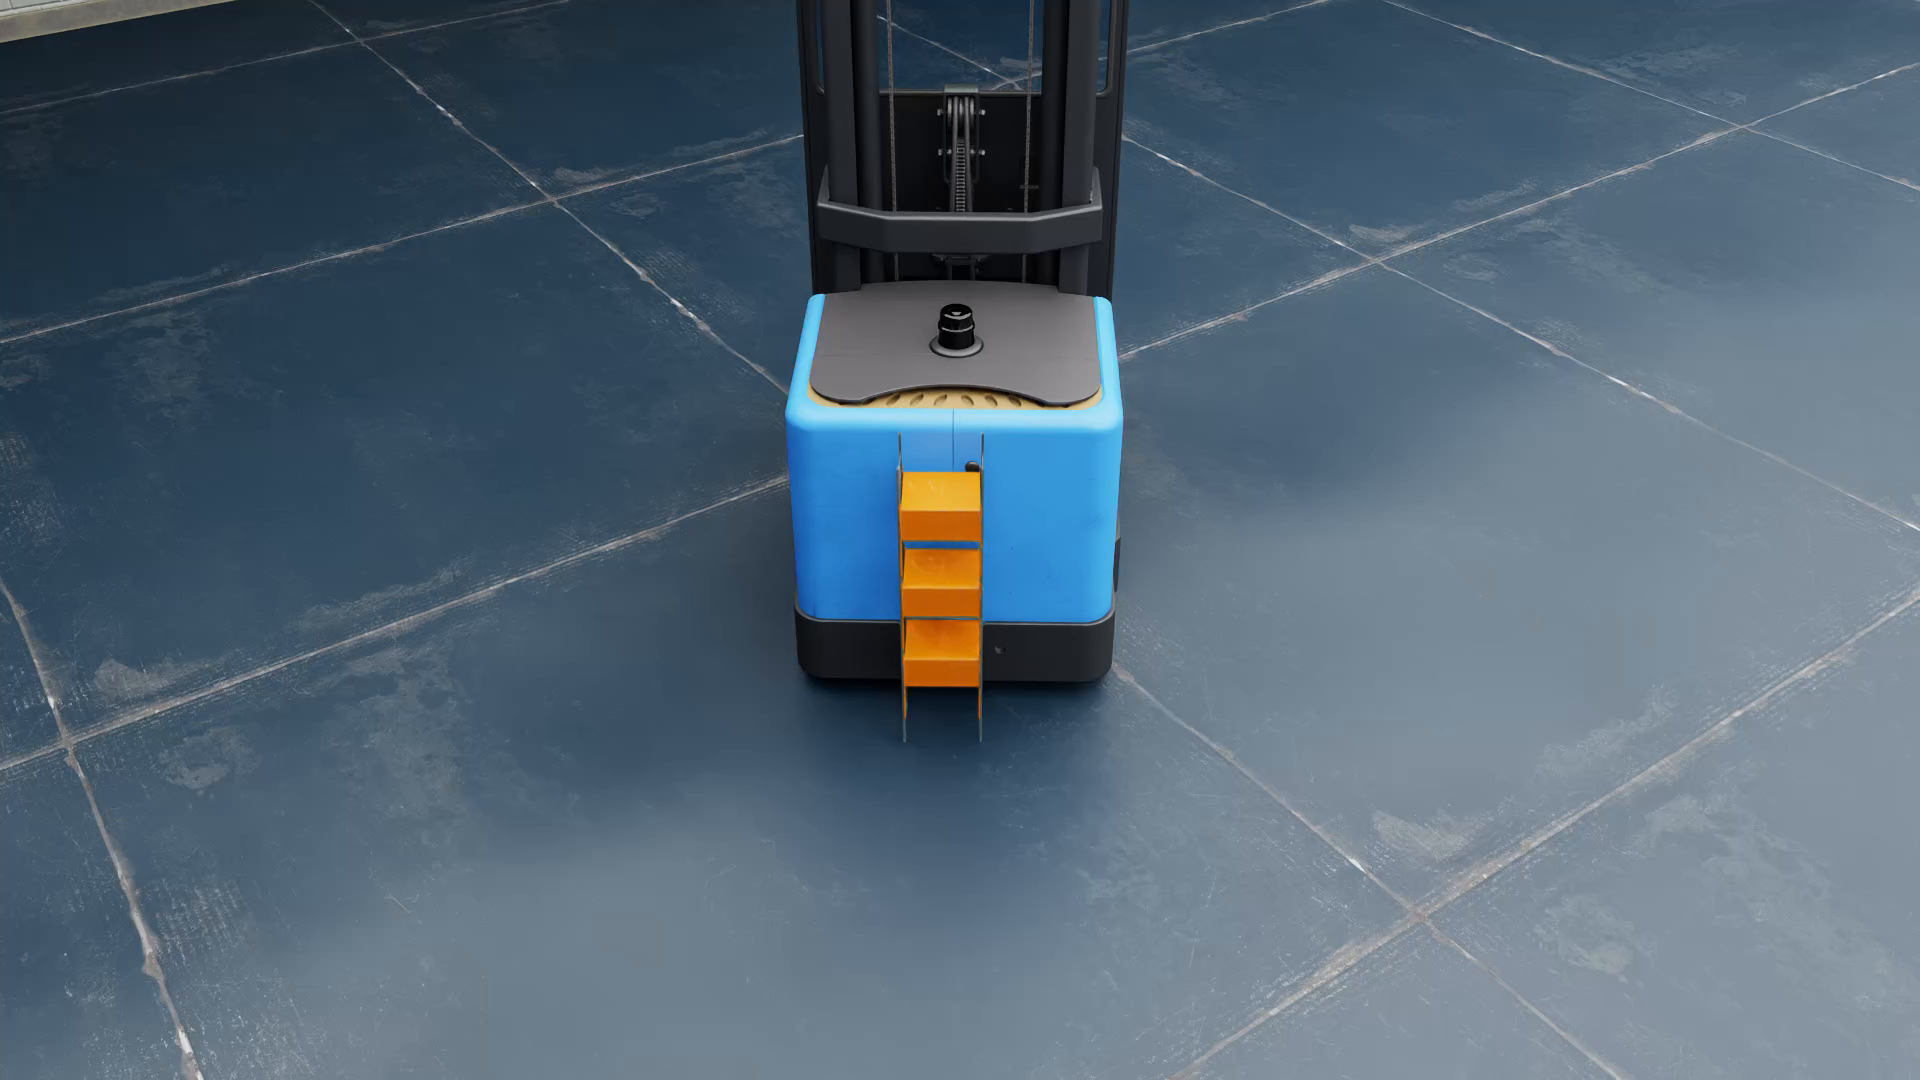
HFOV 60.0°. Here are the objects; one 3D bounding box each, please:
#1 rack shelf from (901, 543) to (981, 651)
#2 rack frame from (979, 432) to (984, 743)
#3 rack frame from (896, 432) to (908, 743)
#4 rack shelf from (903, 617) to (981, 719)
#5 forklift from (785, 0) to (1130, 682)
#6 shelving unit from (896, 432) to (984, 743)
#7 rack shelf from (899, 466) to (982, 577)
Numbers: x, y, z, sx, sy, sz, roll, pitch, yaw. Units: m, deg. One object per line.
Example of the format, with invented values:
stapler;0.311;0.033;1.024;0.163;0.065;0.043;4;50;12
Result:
rack shelf;-0.056;0.176;5.125;0.240;0.259;0.215;0;36;0
rack frame;0.066;0.168;5.118;0.008;1.050;0.200;0;36;0
rack frame;-0.178;0.167;5.119;0.008;1.050;0.200;0;36;0
rack shelf;-0.056;0.401;5.287;0.240;0.259;0.215;0;36;0
forklift;0.015;-1.553;5.899;1.130;2.935;3.031;1;36;1
shelving unit;-0.056;0.167;5.118;0.252;1.050;0.215;0;36;0
rack shelf;-0.056;-0.055;4.959;0.240;0.259;0.215;0;36;0
